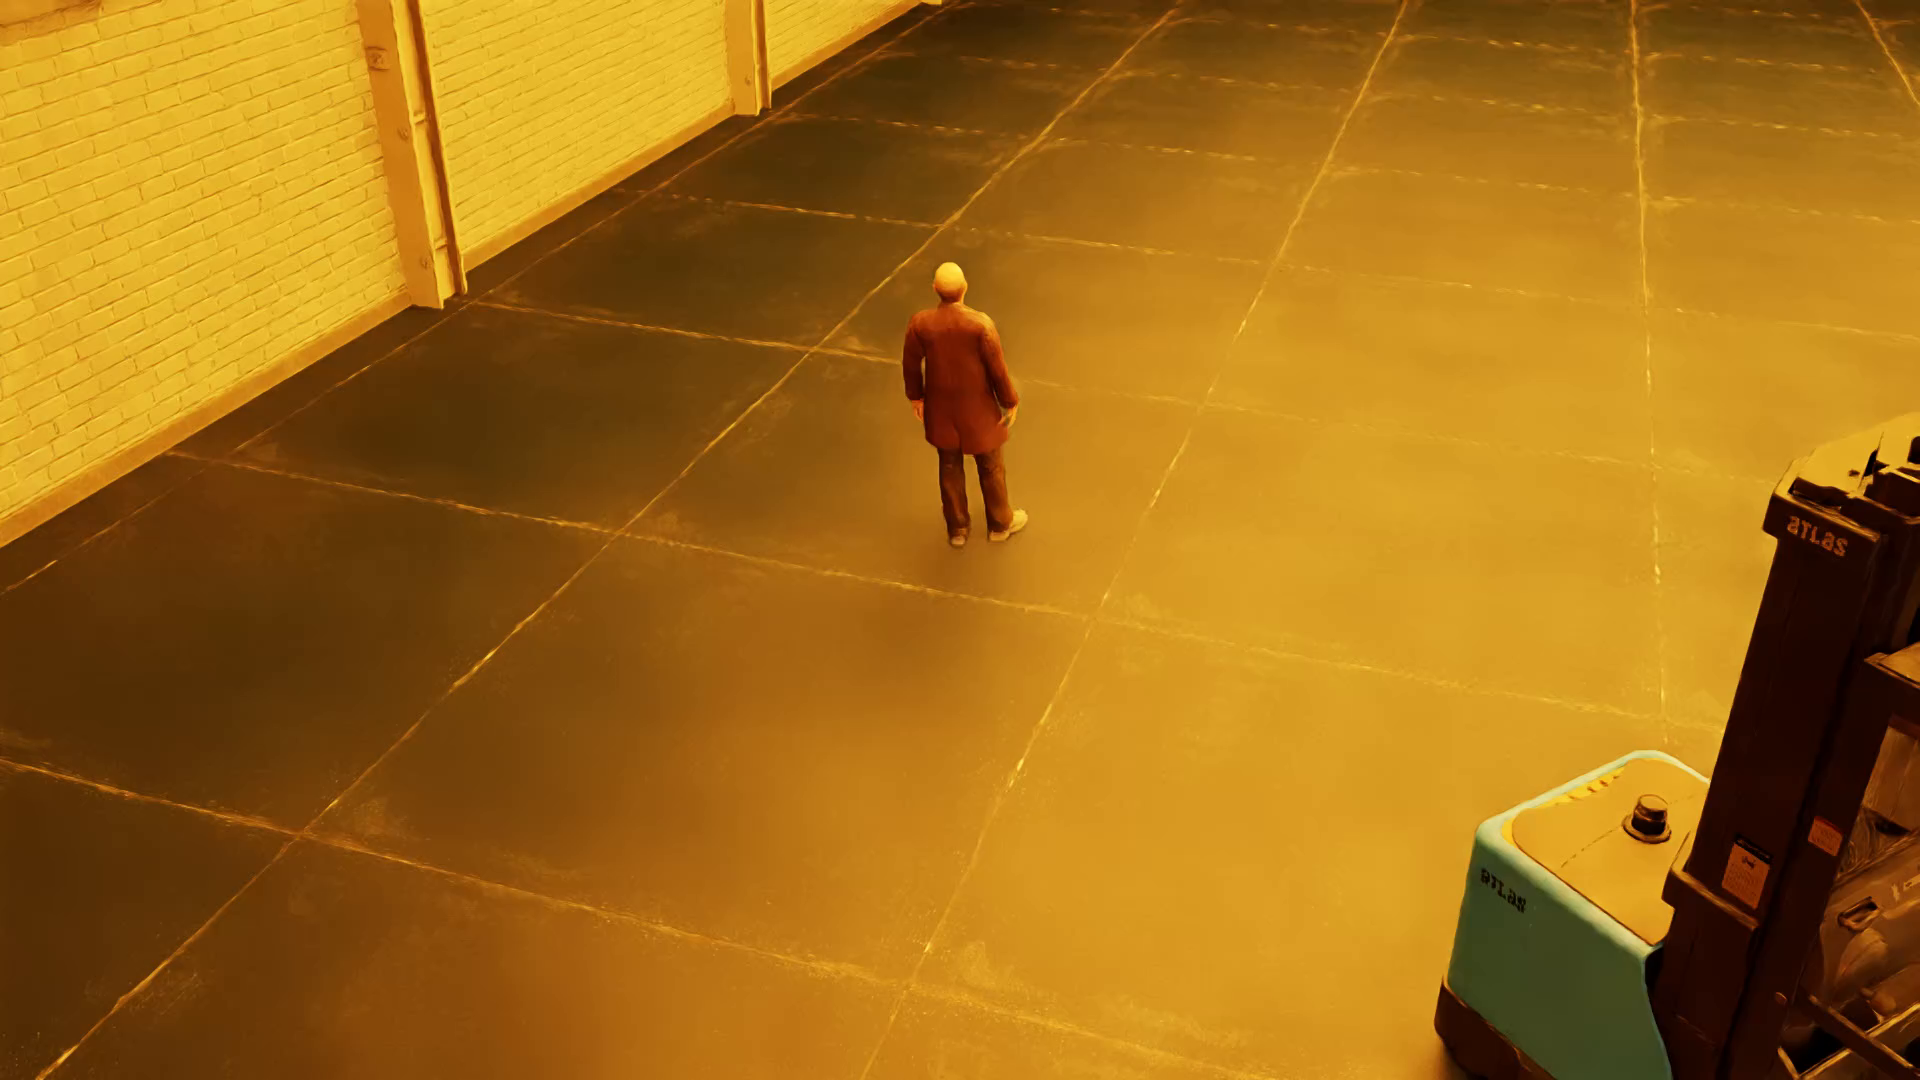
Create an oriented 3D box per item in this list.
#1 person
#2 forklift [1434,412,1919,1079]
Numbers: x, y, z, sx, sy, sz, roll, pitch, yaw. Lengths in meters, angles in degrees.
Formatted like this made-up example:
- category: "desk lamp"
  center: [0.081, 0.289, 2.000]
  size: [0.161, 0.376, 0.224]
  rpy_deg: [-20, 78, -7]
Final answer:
- category: "person"
  center: [0.034, -0.820, 9.726]
  size: [0.694, 1.776, 0.580]
  rpy_deg: [10, 31, 16]
- category: "forklift"
  center: [3.067, 1.206, 5.021]
  size: [1.130, 2.935, 3.031]
  rpy_deg: [-17, 34, -27]
